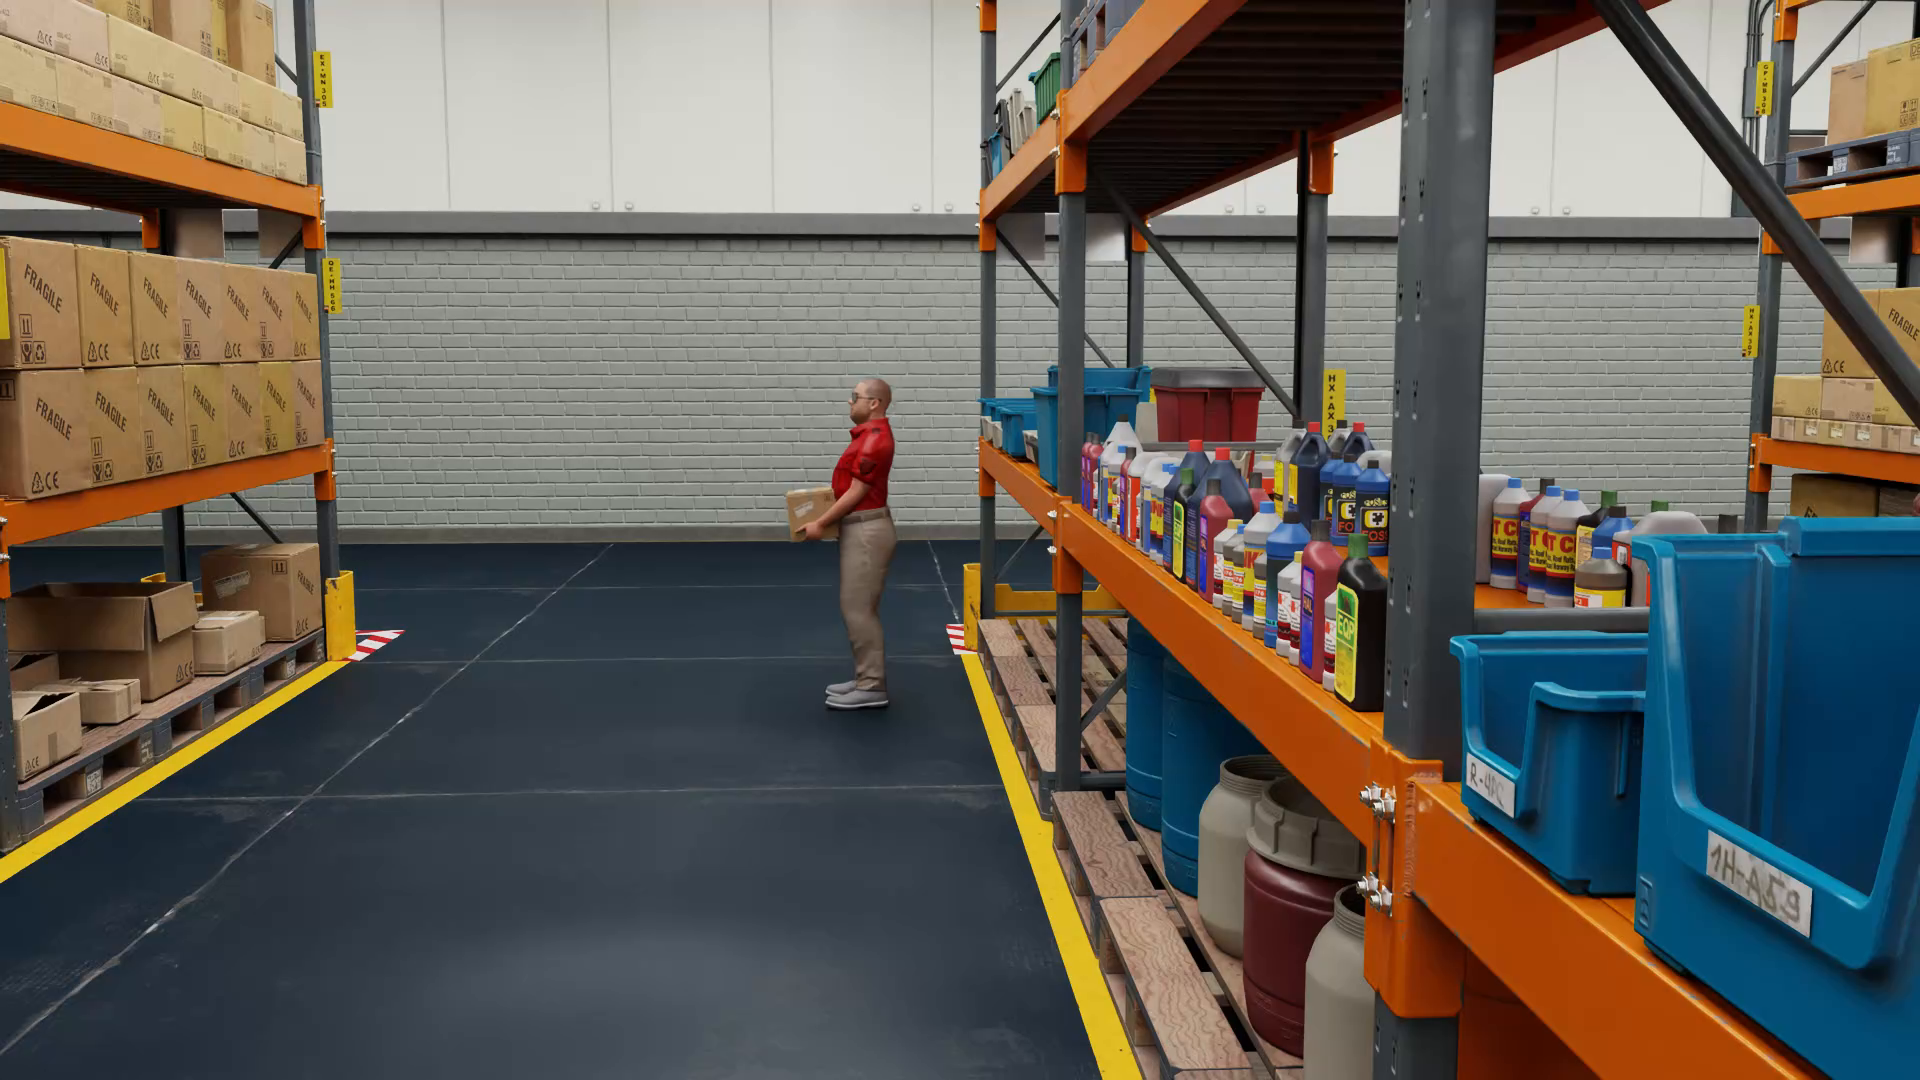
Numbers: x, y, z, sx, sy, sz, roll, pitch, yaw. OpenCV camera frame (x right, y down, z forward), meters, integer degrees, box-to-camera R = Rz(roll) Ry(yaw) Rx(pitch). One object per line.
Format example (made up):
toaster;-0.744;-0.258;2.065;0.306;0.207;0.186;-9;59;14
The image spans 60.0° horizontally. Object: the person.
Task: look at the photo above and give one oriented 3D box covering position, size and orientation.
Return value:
person;-0.597;0.011;8.742;0.535;1.719;0.504;0;7;-4
